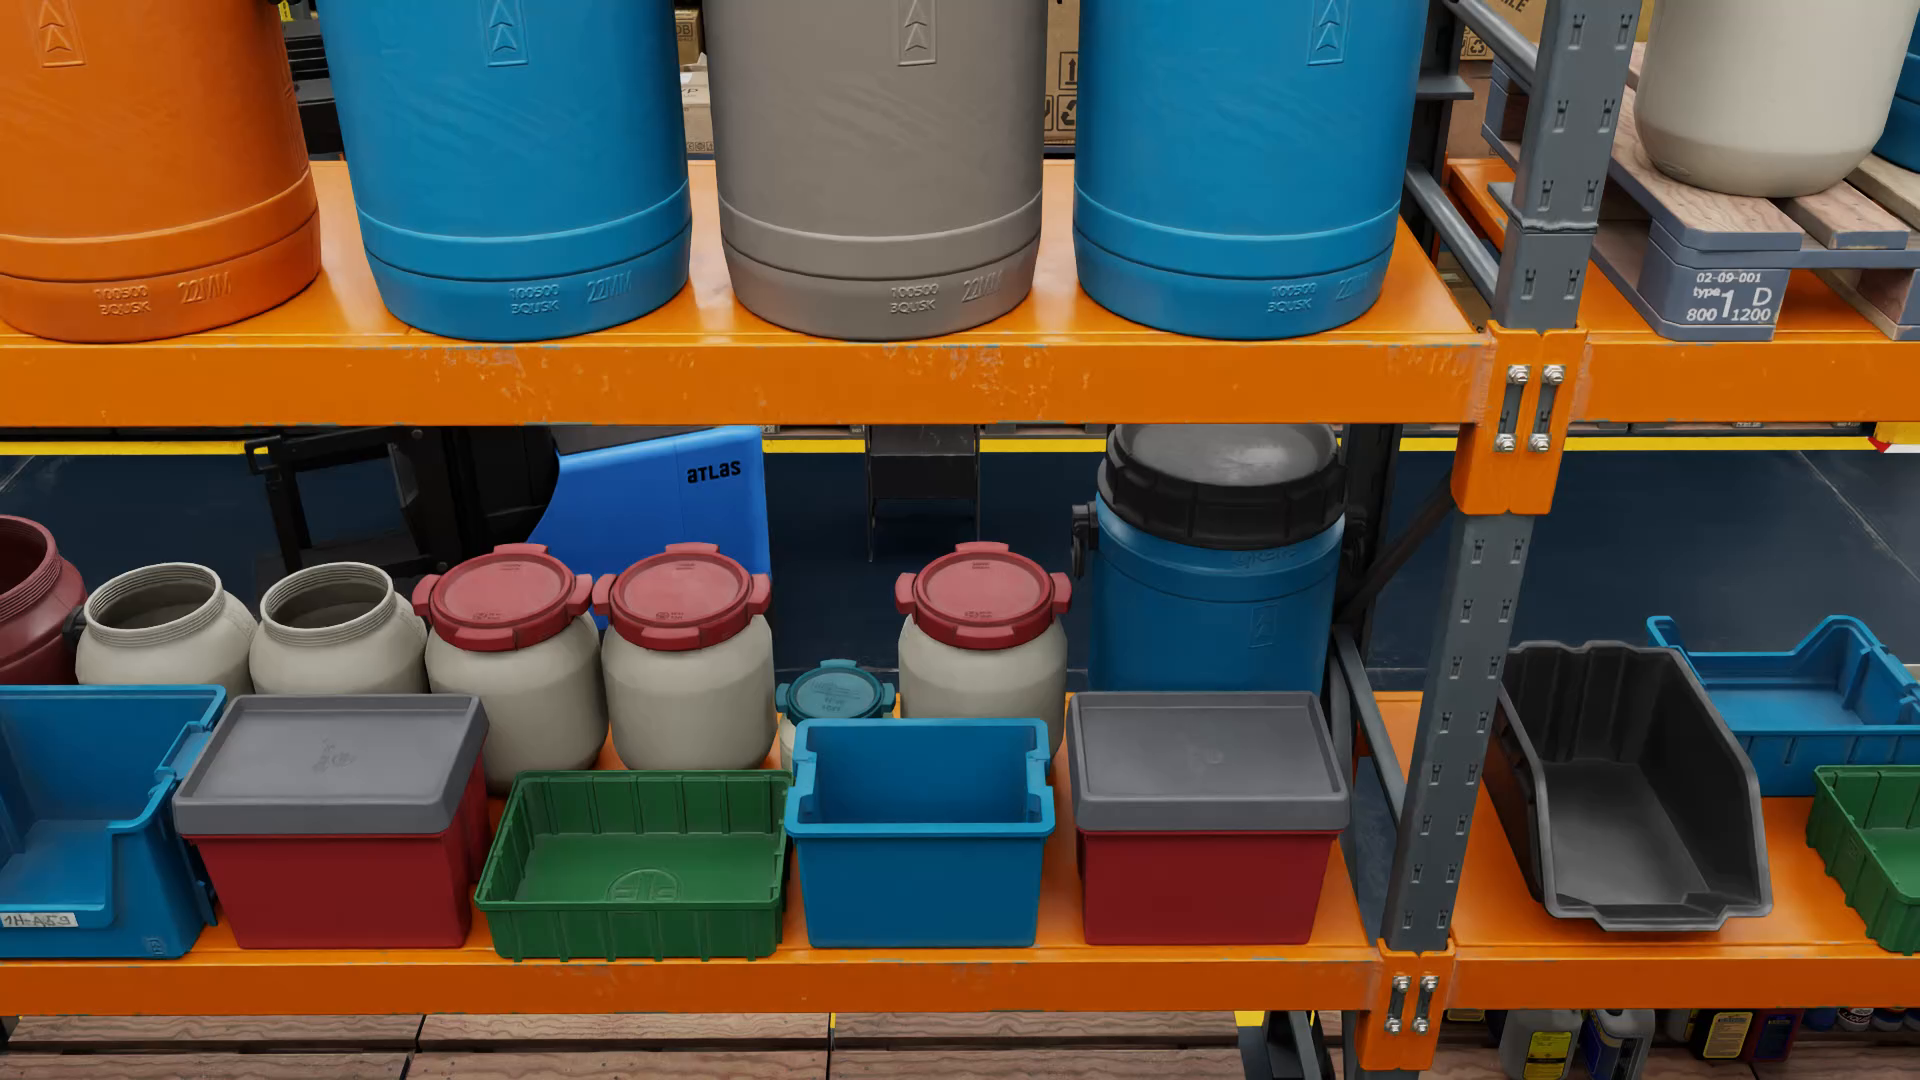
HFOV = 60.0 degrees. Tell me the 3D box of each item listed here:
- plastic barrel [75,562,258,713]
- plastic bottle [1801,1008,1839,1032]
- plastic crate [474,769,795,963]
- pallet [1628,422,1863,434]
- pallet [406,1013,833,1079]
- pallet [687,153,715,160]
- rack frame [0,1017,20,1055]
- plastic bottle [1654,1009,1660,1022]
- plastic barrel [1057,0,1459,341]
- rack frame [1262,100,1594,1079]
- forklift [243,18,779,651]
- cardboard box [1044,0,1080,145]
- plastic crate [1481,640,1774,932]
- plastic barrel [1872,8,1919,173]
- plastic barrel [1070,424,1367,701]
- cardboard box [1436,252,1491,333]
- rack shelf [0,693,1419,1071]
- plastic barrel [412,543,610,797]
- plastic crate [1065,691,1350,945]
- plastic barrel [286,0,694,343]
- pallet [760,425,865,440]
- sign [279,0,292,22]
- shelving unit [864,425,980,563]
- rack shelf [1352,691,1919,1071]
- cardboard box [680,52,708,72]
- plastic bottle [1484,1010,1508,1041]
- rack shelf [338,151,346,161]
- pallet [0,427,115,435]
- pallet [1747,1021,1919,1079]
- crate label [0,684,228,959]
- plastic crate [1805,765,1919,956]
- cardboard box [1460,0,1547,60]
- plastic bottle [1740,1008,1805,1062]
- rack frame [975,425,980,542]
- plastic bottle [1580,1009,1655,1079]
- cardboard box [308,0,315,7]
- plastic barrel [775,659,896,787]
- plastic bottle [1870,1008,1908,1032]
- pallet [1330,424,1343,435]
[{"bbox_3d":[-1.957,0.355,4.166,0.421,0.512,0.421,0,31,0],"label":"plastic barrel"},{"bbox_3d":[2.555,1.316,4.895,0.097,0.271,0.097,0,31,0],"label":"plastic bottle"},{"bbox_3d":[-0.725,0.747,3.832,0.662,0.188,0.450,0,31,0],"label":"plastic crate"},{"bbox_3d":[4.097,-0.901,9.032,1.213,0.211,1.003,0,31,0],"label":"pallet"},{"bbox_3d":[-0.993,1.724,4.705,1.213,0.211,1.003,0,31,0],"label":"pallet"},{"bbox_3d":[-1.035,-1.998,8.336,1.213,0.211,1.003,0,31,0],"label":"pallet"},{"bbox_3d":[-2.985,0.517,4.007,0.127,3.000,1.000,0,31,0],"label":"rack frame"},{"bbox_3d":[2.012,1.303,4.905,0.133,0.283,0.061,2,31,3],"label":"plastic bottle"},{"bbox_3d":[0.508,-0.879,2.931,0.708,0.901,0.600,0,31,0],"label":"plastic barrel"},{"bbox_3d":[1.015,0.504,4.028,0.127,3.000,1.000,0,31,0],"label":"rack frame"},{"bbox_3d":[-2.329,-0.727,6.122,3.031,2.935,1.130,-12,33,-19],"label":"forklift"},{"bbox_3d":[0.190,-2.571,8.113,1.000,1.000,1.000,0,31,0],"label":"cardboard box"},{"bbox_3d":[1.540,0.595,3.938,0.504,0.338,0.767,0,31,0],"label":"plastic crate"},{"bbox_3d":[2.011,-1.120,2.924,0.708,0.901,0.600,0,31,0],"label":"plastic barrel"},{"bbox_3d":[0.627,0.134,4.154,0.708,0.901,0.600,0,31,0],"label":"plastic barrel"},{"bbox_3d":[2.579,-1.205,8.849,0.500,0.500,0.500,-3,31,-5],"label":"cardboard box"},{"bbox_3d":[-0.985,0.818,4.204,4.000,0.370,1.077,0,31,0],"label":"rack shelf"},{"bbox_3d":[-1.109,0.339,4.169,0.433,0.535,0.433,0,31,0],"label":"plastic barrel"},{"bbox_3d":[0.533,0.637,3.747,0.583,0.464,0.402,0,31,0],"label":"plastic crate"},{"bbox_3d":[-0.800,-0.874,2.924,0.708,0.901,0.600,0,31,0],"label":"plastic barrel"},{"bbox_3d":[-1.016,-0.864,8.971,1.213,0.211,1.003,0,31,0],"label":"pallet"},{"bbox_3d":[-3.008,-2.260,7.466,0.005,0.325,0.100,0,31,0],"label":"sign"},{"bbox_3d":[-0.166,-0.897,7.205,0.503,2.100,0.431,0,31,0],"label":"shelving unit"},{"bbox_3d":[3.015,0.805,4.224,4.000,0.370,1.077,0,31,0],"label":"rack shelf"},{"bbox_3d":[-1.349,-2.320,8.407,0.258,0.266,0.396,-1,31,-2],"label":"cardboard box"},{"bbox_3d":[1.658,1.297,4.850,0.185,0.351,0.144,-1,31,-2],"label":"plastic bottle"},{"bbox_3d":[-5.015,-1.739,8.418,4.000,0.370,1.077,0,31,0],"label":"rack shelf"},{"bbox_3d":[-5.020,-0.895,9.021,1.213,0.211,1.003,0,31,0],"label":"pallet"},{"bbox_3d":[2.910,1.710,4.727,1.213,0.211,1.003,0,31,0],"label":"pallet"},{"bbox_3d":[-1.990,0.639,3.772,0.616,0.435,0.502,0,31,0],"label":"crate label"},{"bbox_3d":[2.374,0.737,3.848,0.662,0.188,0.450,0,31,0],"label":"plastic crate"},{"bbox_3d":[2.437,-2.536,7.690,0.500,0.500,0.500,0,31,0],"label":"cardboard box"},{"bbox_3d":[2.336,1.381,4.777,0.133,0.283,0.061,0,31,0],"label":"plastic bottle"},{"bbox_3d":[0.078,-0.898,7.206,0.015,2.100,0.400,0,31,0],"label":"rack frame"},{"bbox_3d":[1.875,1.405,4.744,0.135,0.276,0.152,0,31,0],"label":"plastic bottle"},{"bbox_3d":[-5.160,-3.912,12.588,0.500,0.250,0.500,1,31,2],"label":"cardboard box"},{"bbox_3d":[-0.309,0.488,4.188,0.301,0.262,0.301,0,31,0],"label":"plastic barrel"},{"bbox_3d":[2.757,1.315,4.897,0.097,0.271,0.097,0,31,0],"label":"plastic bottle"},{"bbox_3d":[1.657,-0.893,9.019,1.213,0.211,1.003,0,31,0],"label":"pallet"}]
